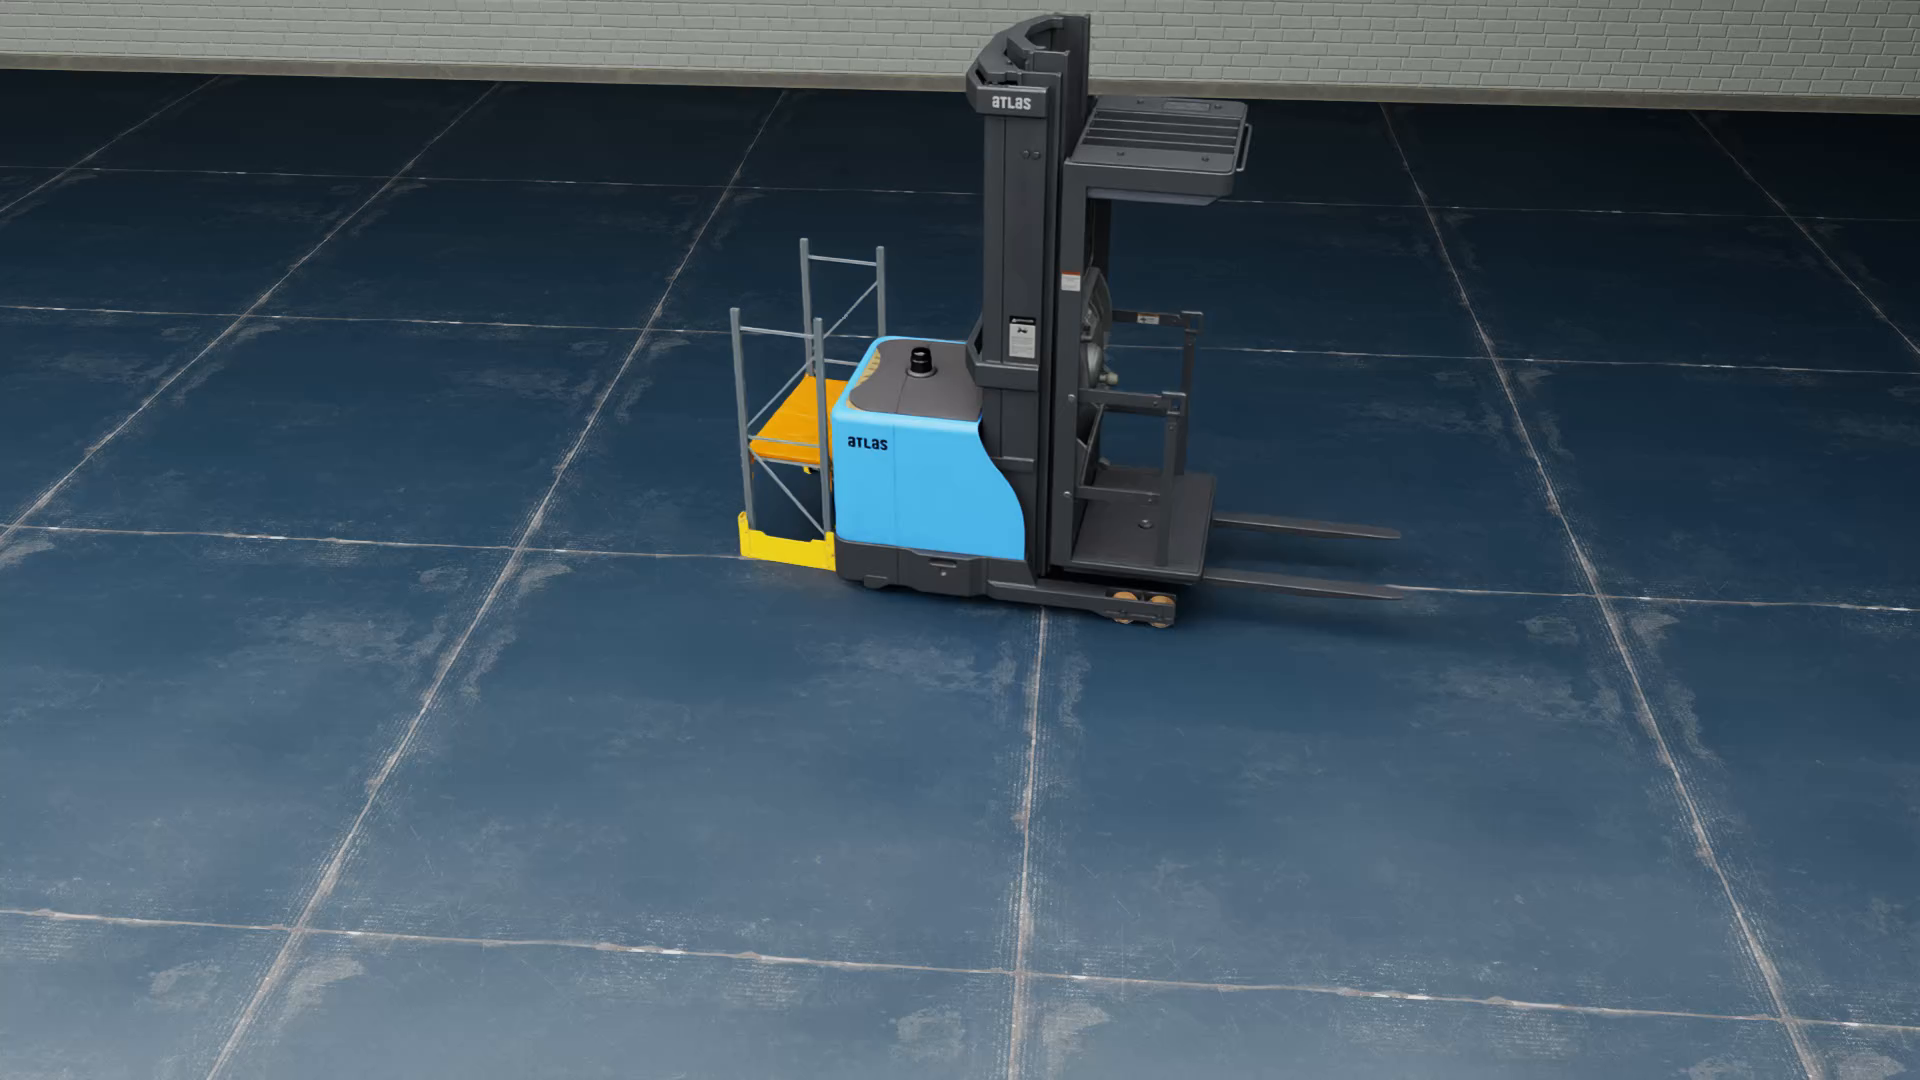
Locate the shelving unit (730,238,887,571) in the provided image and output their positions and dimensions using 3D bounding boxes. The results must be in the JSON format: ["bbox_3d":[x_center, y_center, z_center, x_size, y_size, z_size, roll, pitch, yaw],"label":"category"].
[{"bbox_3d":[-0.809,-0.777,9.362,0.587,1.500,1.083,9,33,14],"label":"shelving unit"}]

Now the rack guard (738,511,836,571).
[{"bbox_3d":[-0.946,0.006,9.282,0.587,0.250,0.087,9,33,14],"label":"rack guard"}]

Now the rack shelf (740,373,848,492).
[{"bbox_3d":[-0.807,-0.629,9.464,0.538,0.185,1.000,9,33,14],"label":"rack shelf"}]

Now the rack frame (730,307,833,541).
[{"bbox_3d":[-0.947,-0.525,8.953,0.500,1.500,0.032,9,33,14],"label":"rack frame"}]

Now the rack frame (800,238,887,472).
[{"bbox_3d":[-0.666,-1.038,9.785,0.500,1.500,0.032,9,33,14],"label":"rack frame"}]

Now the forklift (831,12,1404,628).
[{"bbox_3d":[0.886,-1.090,8.506,3.031,2.935,1.130,6,32,10],"label":"forklift"}]

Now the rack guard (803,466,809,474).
[{"bbox_3d":[-0.672,-0.496,10.097,0.587,0.250,0.087,9,33,14],"label":"rack guard"}]
